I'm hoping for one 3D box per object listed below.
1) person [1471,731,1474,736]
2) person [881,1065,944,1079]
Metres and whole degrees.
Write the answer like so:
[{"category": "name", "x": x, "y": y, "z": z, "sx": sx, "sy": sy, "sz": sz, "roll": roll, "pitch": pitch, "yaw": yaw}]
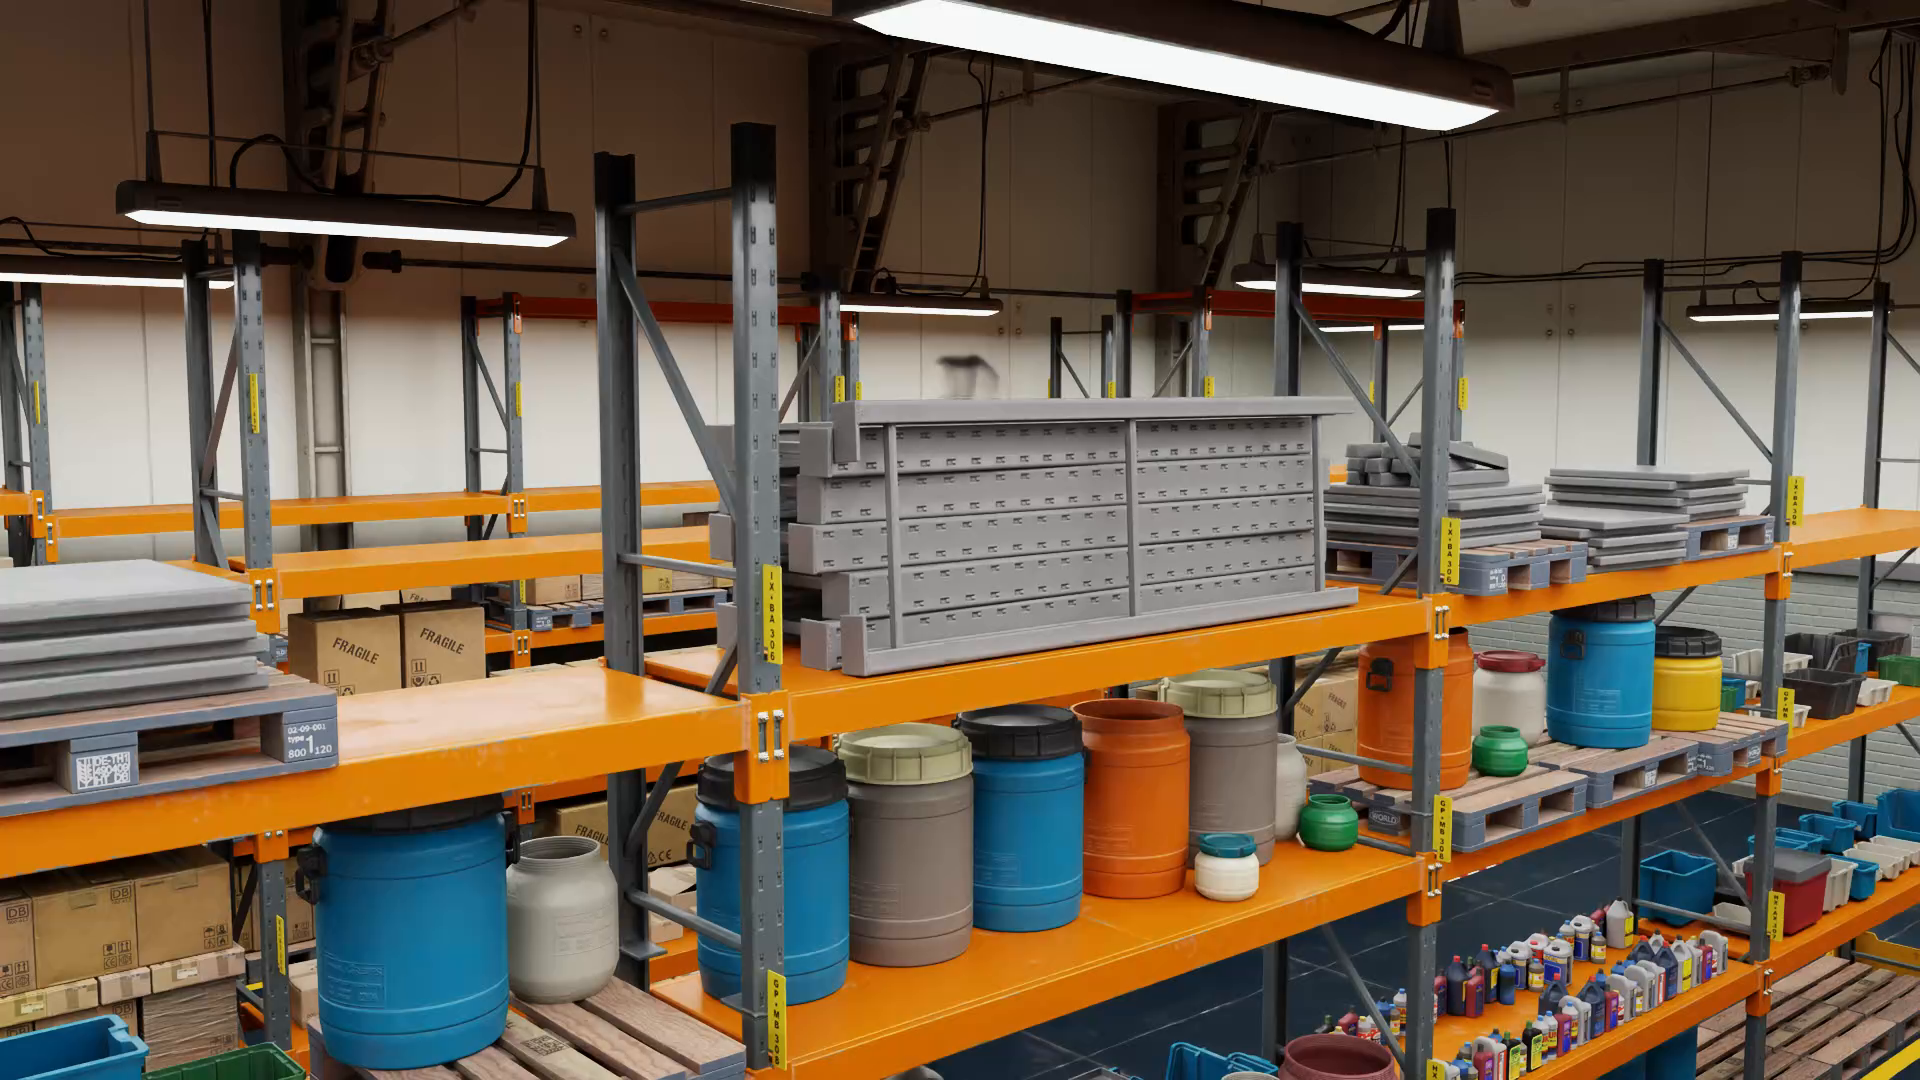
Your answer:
[{"category": "person", "x": 5.924, "y": 2.556, "z": 18.628, "sx": 0.676, "sy": 1.755, "sz": 0.916, "roll": 0, "pitch": 5, "yaw": 5}, {"category": "person", "x": -0.318, "y": 3.360, "z": 11.124, "sx": 0.981, "sy": 1.624, "sz": 0.618, "roll": -5, "pitch": 8, "yaw": -45}]
